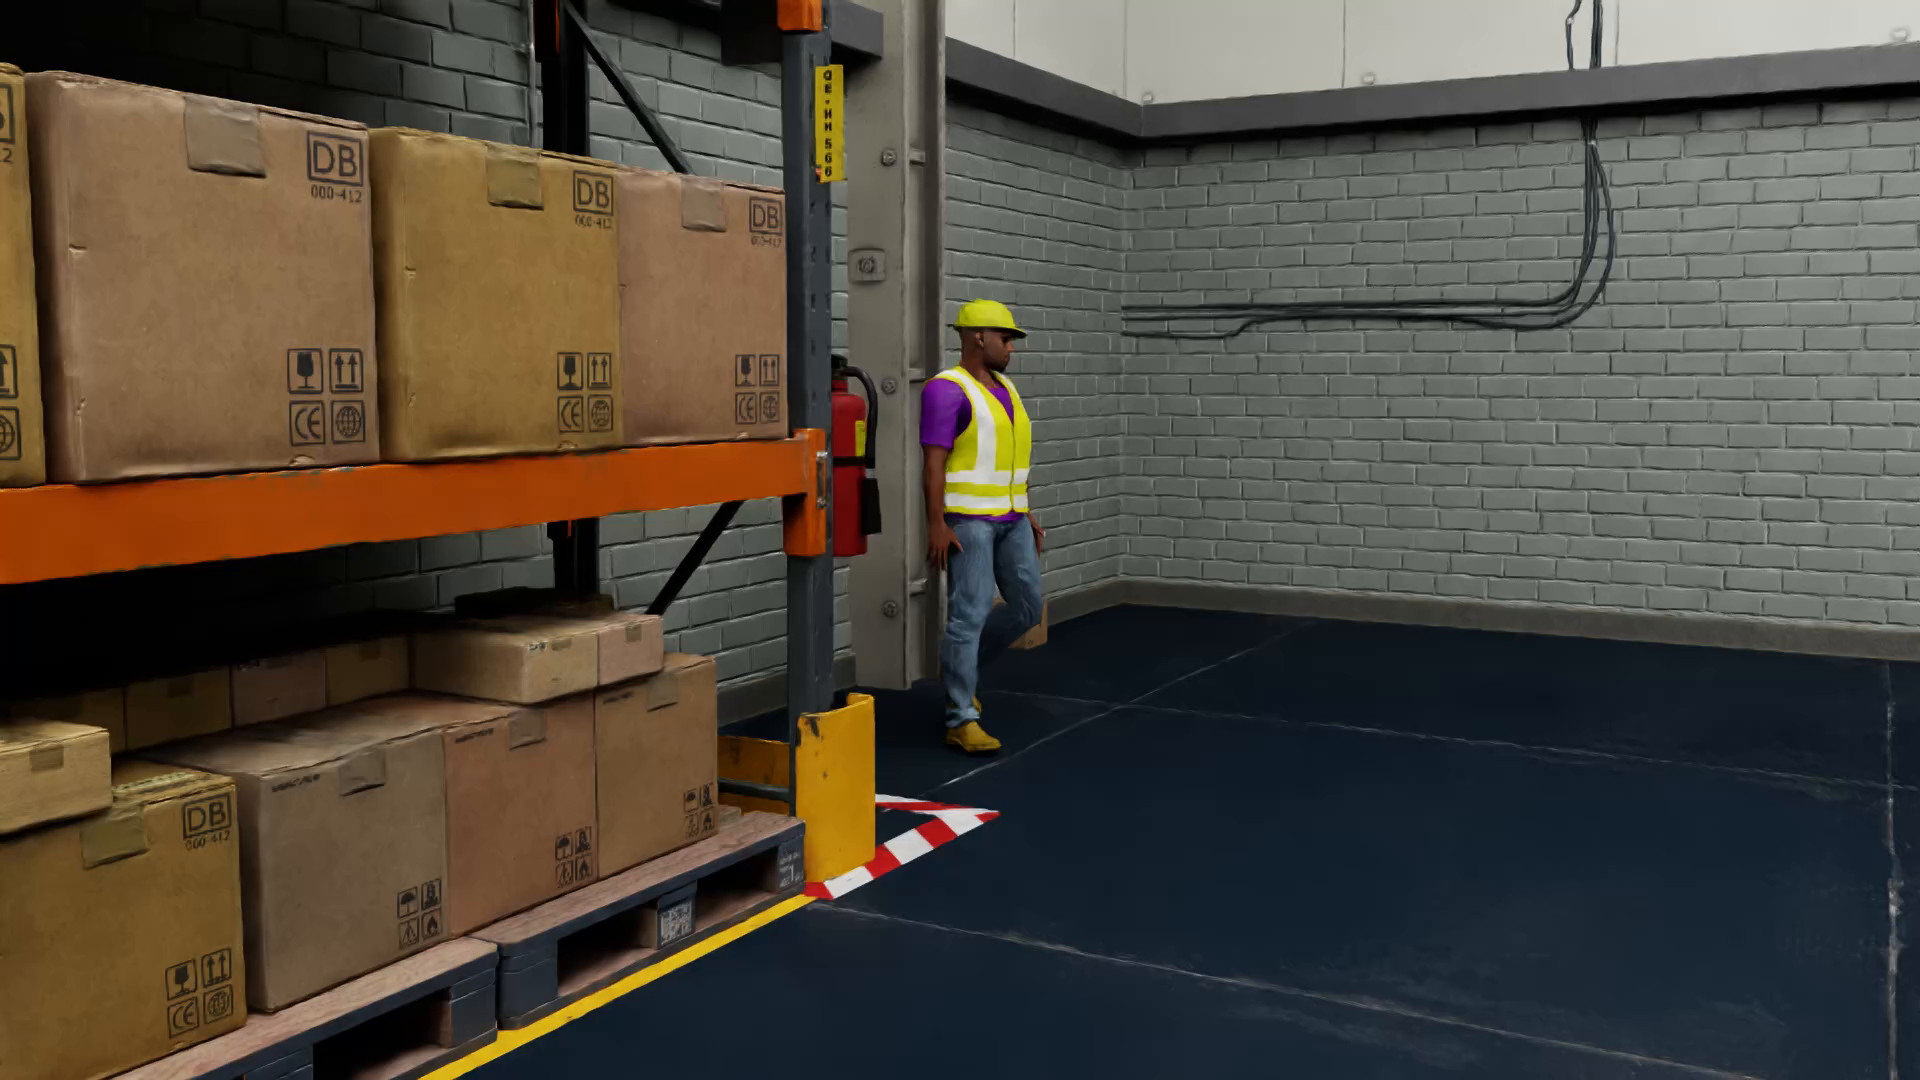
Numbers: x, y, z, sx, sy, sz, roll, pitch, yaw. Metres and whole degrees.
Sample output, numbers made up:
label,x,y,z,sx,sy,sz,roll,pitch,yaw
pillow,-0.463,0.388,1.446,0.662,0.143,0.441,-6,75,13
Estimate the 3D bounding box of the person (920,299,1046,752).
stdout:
label,x,y,z,sx,sy,sz,roll,pitch,yaw
person,0.063,-0.085,6.714,0.580,1.764,0.608,4,7,36
